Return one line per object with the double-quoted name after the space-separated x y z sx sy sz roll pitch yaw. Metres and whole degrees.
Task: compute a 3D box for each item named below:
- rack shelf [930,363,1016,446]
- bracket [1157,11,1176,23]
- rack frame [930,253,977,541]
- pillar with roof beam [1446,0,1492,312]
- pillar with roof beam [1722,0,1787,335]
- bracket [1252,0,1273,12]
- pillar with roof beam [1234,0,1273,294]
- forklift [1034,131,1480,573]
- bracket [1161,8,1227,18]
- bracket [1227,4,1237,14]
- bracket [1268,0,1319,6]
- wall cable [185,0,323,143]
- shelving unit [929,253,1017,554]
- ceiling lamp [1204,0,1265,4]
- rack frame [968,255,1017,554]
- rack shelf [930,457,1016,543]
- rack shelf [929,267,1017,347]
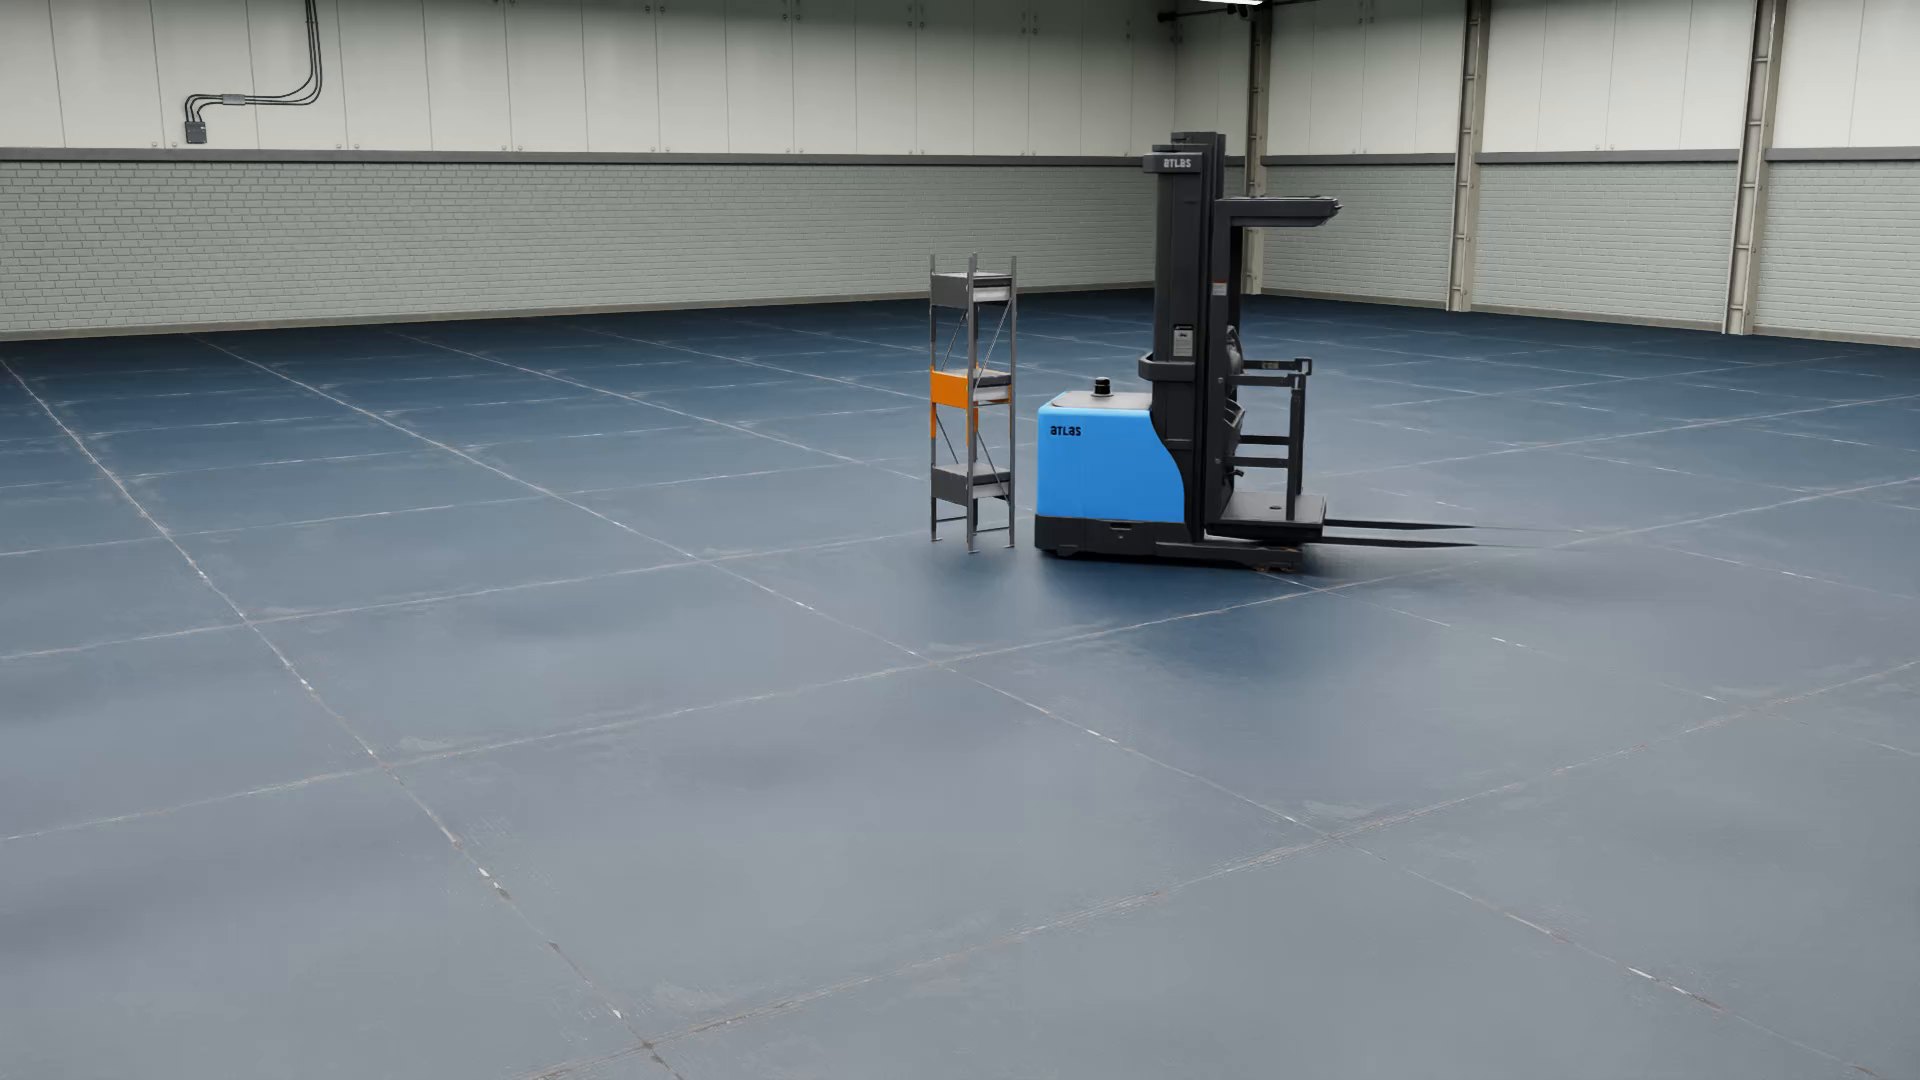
0.092 -0.983 12.006 0.431 0.518 0.480 -8 15 -33 "rack shelf"
4.863 -12.284 39.043 0.235 0.232 0.430 -8 15 -33 "bracket"
-0.043 -1.040 12.201 0.400 2.100 0.015 -8 15 -33 "rack frame"
6.442 -8.495 30.145 9.100 9.000 0.400 -8 15 -33 "pillar with roof beam"
9.767 -7.428 25.265 9.100 9.000 0.400 -8 15 -33 "pillar with roof beam"
6.636 -11.714 36.440 0.235 0.232 0.430 -8 15 -33 "bracket"
3.118 -9.562 35.024 9.100 9.000 0.548 -8 15 -33 "pillar with roof beam"
2.103 -1.331 11.587 3.031 2.935 1.130 3 13 14 "forklift"
5.191 -12.178 38.562 0.076 0.066 3.189 -8 15 -33 "bracket"
6.176 -11.862 37.115 0.235 0.232 0.430 -8 15 -33 "bracket"
8.064 -11.256 34.345 0.076 0.066 4.783 -8 15 -33 "bracket"
-12.141 -9.806 28.179 2.305 6.003 0.169 -8 15 -33 "wall cable"
0.092 -0.996 12.003 0.431 2.100 0.503 -8 15 -33 "shelving unit"
4.713 -11.649 30.903 2.000 3.185 0.800 -8 15 -33 "ceiling lamp"
0.227 -0.953 11.804 0.400 2.100 0.015 -8 15 -33 "rack frame"
0.092 -0.299 12.155 0.431 0.518 0.480 -8 15 -33 "rack shelf"
0.092 -1.667 11.856 0.431 0.518 0.480 -8 15 -33 "rack shelf"
